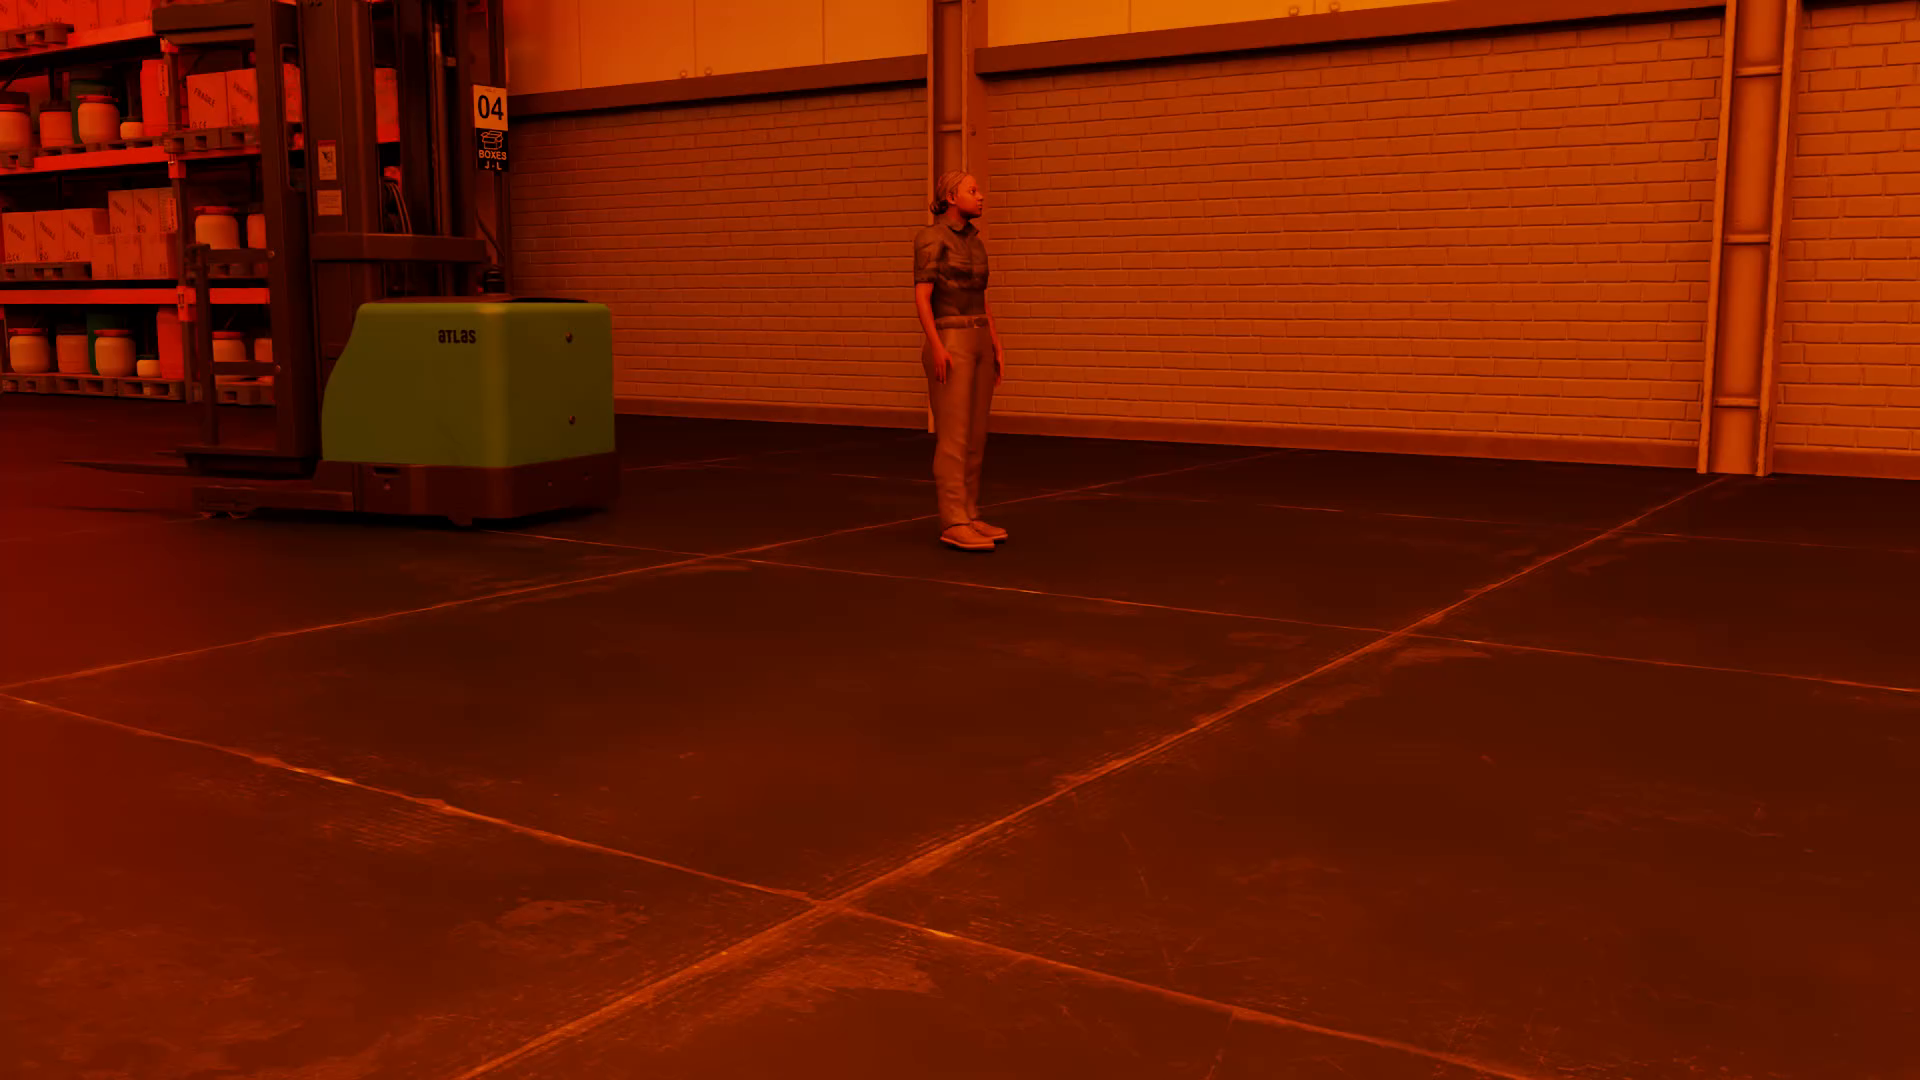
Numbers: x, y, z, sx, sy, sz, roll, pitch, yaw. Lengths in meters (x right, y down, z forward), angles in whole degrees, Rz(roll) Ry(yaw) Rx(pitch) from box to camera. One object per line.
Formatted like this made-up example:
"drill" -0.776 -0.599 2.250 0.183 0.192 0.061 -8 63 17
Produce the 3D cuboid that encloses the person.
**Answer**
"person" 0.062 -0.817 7.422 0.503 1.656 0.570 5 10 34

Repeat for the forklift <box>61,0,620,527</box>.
"forklift" -3.343 -1.621 8.590 3.031 2.935 1.130 3 9 21
